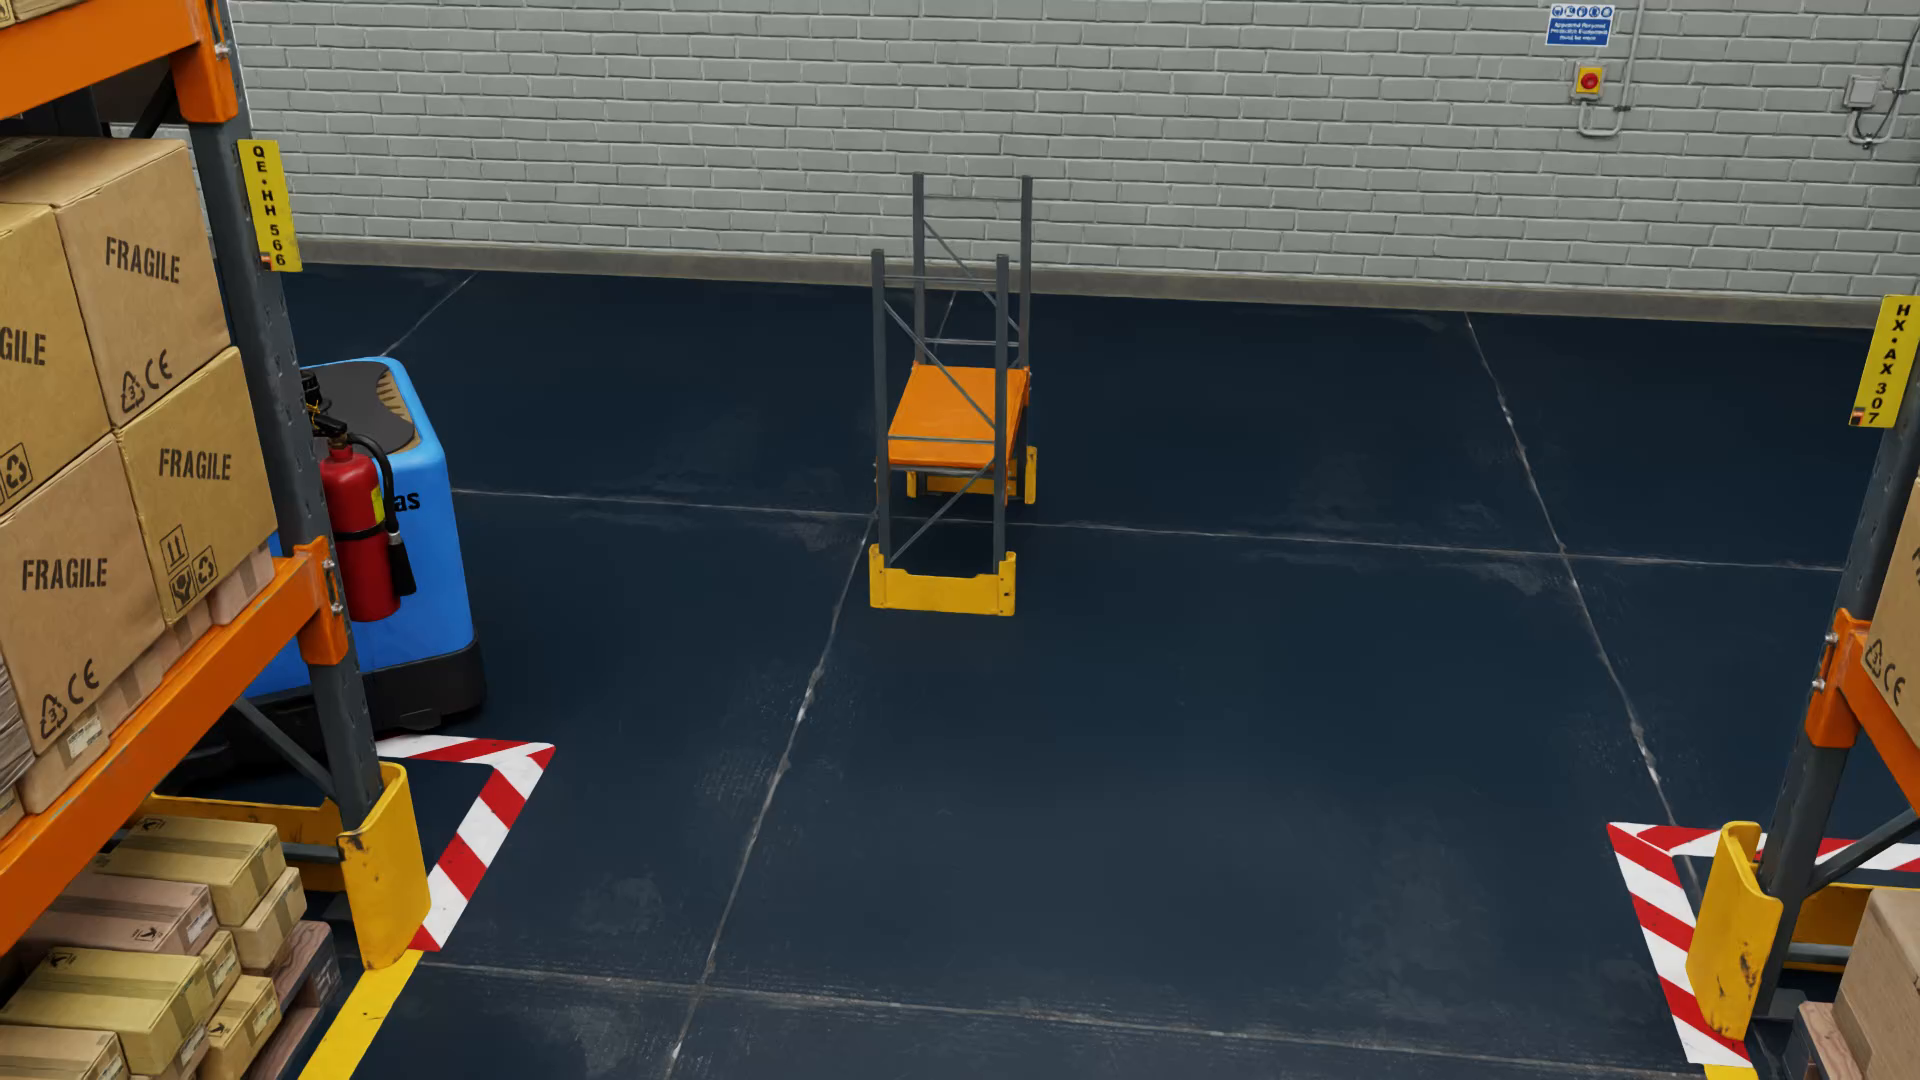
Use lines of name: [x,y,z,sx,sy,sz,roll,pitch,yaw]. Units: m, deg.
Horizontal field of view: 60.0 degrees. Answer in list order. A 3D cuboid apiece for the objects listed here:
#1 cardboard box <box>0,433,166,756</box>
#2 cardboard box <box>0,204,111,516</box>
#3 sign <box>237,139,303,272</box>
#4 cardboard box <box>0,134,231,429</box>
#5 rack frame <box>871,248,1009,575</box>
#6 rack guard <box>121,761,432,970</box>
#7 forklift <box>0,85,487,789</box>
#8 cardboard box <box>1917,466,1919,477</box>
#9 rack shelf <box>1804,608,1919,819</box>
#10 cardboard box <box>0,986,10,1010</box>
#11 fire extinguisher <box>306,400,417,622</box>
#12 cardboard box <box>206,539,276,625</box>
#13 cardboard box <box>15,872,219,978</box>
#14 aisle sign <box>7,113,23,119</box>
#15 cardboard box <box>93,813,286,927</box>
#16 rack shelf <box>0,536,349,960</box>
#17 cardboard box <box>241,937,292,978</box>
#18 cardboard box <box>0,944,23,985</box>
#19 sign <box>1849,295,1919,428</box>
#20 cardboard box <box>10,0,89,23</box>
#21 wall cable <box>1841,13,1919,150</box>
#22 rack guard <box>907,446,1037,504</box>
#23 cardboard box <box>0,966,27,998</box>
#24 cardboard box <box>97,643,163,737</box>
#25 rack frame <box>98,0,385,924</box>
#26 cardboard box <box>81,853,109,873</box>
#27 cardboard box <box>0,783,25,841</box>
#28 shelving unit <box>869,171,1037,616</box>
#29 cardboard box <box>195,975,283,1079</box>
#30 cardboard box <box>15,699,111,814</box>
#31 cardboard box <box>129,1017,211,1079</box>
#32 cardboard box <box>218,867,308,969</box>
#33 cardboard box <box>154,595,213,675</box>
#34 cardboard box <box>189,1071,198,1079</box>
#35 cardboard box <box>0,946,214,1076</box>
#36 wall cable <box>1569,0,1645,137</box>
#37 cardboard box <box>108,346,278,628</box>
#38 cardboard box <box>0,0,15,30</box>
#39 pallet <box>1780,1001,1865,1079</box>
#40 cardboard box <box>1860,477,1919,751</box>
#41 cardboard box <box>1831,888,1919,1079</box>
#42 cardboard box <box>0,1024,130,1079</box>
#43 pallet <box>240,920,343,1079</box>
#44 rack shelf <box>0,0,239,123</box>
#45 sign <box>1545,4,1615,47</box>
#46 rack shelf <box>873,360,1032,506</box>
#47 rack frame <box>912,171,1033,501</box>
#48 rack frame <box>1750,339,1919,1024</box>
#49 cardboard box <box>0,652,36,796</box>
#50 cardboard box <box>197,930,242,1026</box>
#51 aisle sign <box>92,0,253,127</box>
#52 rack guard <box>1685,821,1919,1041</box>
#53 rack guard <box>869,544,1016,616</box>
cardboard box: [-2.089,0.093,3.496,0.500,0.500,0.500,3,28,5]
cardboard box: [-2.092,-0.348,3.259,0.500,0.500,0.500,2,28,4]
sign: [-1.672,-0.808,4.033,0.100,0.325,0.005,3,28,6]
cardboard box: [-2.030,-0.586,3.702,0.500,0.500,0.500,3,28,5]
rack frame: [-0.073,-0.381,6.376,0.500,1.500,0.032,3,28,6]
rack guard: [-2.230,0.935,4.986,1.175,0.500,0.348,3,28,6]
forklift: [-3.281,-0.553,5.186,3.031,2.935,1.130,-13,31,-22]
cardboard box: [2.363,-0.235,3.365,0.500,0.500,0.500,3,28,5]
rack shelf: [2.459,1.298,2.437,1.077,0.370,4.000,3,28,6]
cardboard box: [-2.571,1.216,4.079,0.380,0.149,0.250,4,29,7]
fire extinguisher: [-1.732,-0.094,4.737,0.296,0.674,0.183,3,28,6]
cardboard box: [-1.980,0.080,4.204,0.380,0.149,0.250,3,28,6]
cardboard box: [-2.122,0.986,4.192,0.380,0.149,0.250,4,29,7]
aisle sign: [-2.509,-1.397,3.940,0.394,0.787,0.004,3,28,6]
cardboard box: [-2.034,0.871,4.406,0.380,0.149,0.250,4,29,7]
rack shelf: [-2.466,1.057,2.883,1.077,0.370,4.000,3,28,6]
cardboard box: [-2.078,1.129,4.554,0.380,0.149,0.250,4,29,7]
cardboard box: [-2.537,0.971,4.220,0.380,0.149,0.250,4,29,7]
sign: [2.154,-0.412,3.855,0.100,0.325,0.005,3,28,6]
cardboard box: [-2.014,-1.226,3.358,0.500,0.250,0.500,3,28,5]
wall cable: [4.781,-2.987,8.560,0.588,1.984,0.122,3,28,6]
rack guard: [0.052,-0.309,7.559,0.587,0.250,0.087,3,28,6]
cardboard box: [-2.629,1.096,4.303,0.380,0.149,0.250,3,28,6]
cardboard box: [-2.064,0.314,3.770,0.380,0.149,0.250,3,28,6]
rack frame: [-2.221,-0.201,4.460,1.000,3.000,0.127,3,28,6]
cardboard box: [-2.540,0.970,4.536,0.380,0.149,0.250,5,29,8]
cardboard box: [-2.133,0.557,3.318,0.380,0.149,0.250,2,28,4]
shelving unit: [-0.009,-0.624,6.828,0.587,1.500,1.083,3,28,6]
cardboard box: [-2.009,1.256,4.318,0.380,0.149,0.250,4,29,8]
cardboard box: [-2.072,0.435,3.545,0.380,0.149,0.250,4,29,8]
cardboard box: [-2.064,1.248,4.020,0.380,0.149,0.250,2,28,4]
cardboard box: [-2.002,1.004,4.474,0.380,0.149,0.250,3,28,5]
cardboard box: [-2.048,0.195,3.991,0.380,0.149,0.250,3,28,6]
cardboard box: [-2.127,1.376,4.097,0.380,0.149,0.250,3,28,6]
cardboard box: [-2.028,1.116,3.952,0.380,0.149,0.250,3,28,5]
wall cable: [3.372,-3.077,8.695,0.585,1.953,0.123,3,28,6]
cardboard box: [-2.020,-0.149,3.945,0.500,0.500,0.500,4,29,7]
cardboard box: [-2.069,-0.985,2.912,0.500,0.250,0.500,3,28,6]
pallet: [2.684,1.648,3.969,1.003,0.211,1.213,3,28,6]
cardboard box: [2.361,0.205,3.602,0.500,0.500,0.500,3,28,6]
cardboard box: [2.723,1.299,3.935,0.875,0.438,0.875,2,28,4]
cardboard box: [-2.122,1.234,3.733,0.380,0.149,0.250,2,28,4]
pallet: [-2.365,1.443,4.349,1.003,0.211,1.213,3,28,6]
rack shelf: [-2.466,-0.263,2.172,1.077,0.370,4.000,3,28,6]
sign: [3.332,-2.767,8.938,0.327,0.218,0.001,3,28,6]
rack shelf: [-0.010,-0.462,6.905,0.538,0.185,1.000,3,28,6]
rack frame: [0.052,-0.859,7.264,0.500,1.500,0.032,3,28,6]
rack frame: [2.704,0.039,4.014,1.000,3.000,0.127,3,28,6]
cardboard box: [-2.141,0.332,3.052,0.500,0.500,0.500,3,29,6]
cardboard box: [-2.088,1.123,4.251,0.380,0.149,0.250,3,28,5]
aisle sign: [-1.914,-1.362,3.875,0.394,0.787,0.004,3,28,6]
rack guard: [2.707,1.129,4.628,1.175,0.500,0.348,3,28,6]
rack guard: [-0.070,0.160,6.689,0.587,0.250,0.087,3,28,6]
